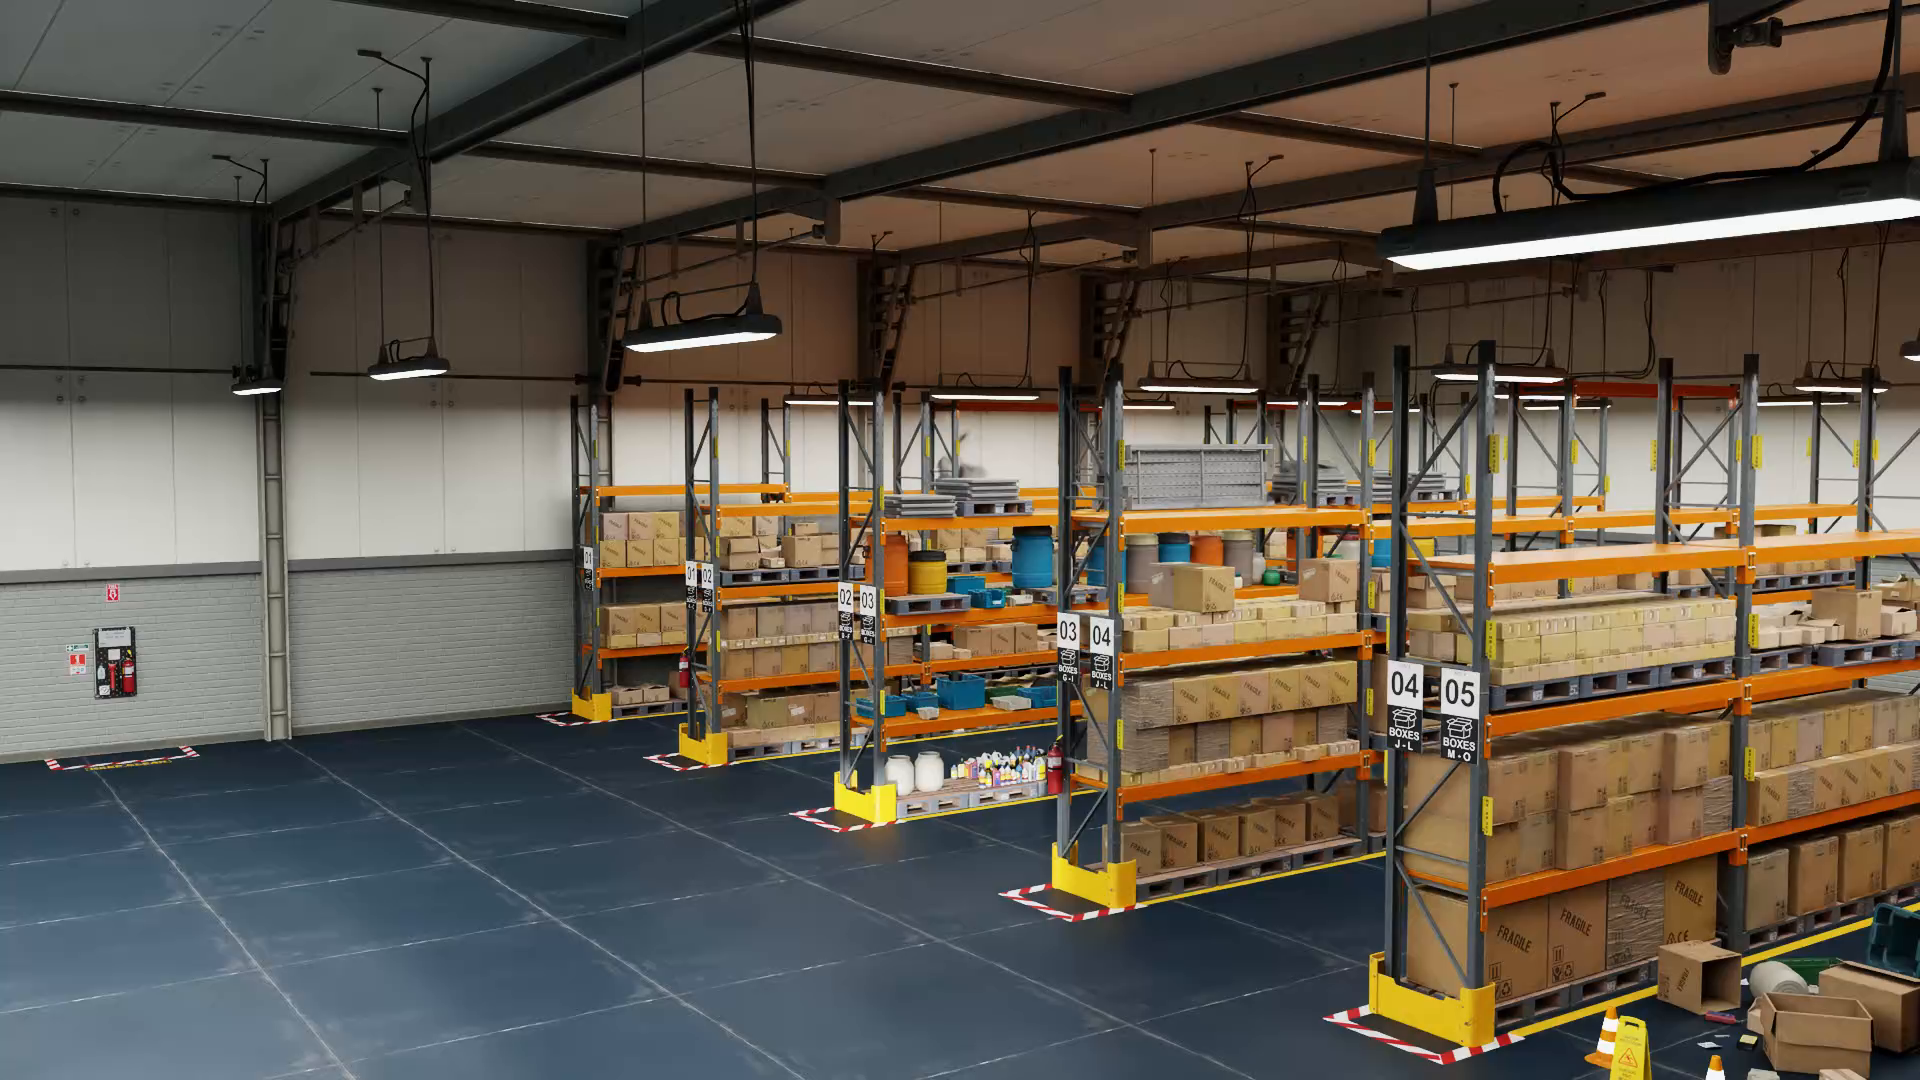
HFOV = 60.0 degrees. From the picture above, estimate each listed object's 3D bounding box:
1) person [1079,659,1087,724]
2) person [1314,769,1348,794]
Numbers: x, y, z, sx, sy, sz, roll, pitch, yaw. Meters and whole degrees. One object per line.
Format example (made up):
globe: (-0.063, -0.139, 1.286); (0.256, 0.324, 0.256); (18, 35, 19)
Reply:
person: (2.008, 2.636, 27.880); (0.590, 1.764, 0.896); (3, 5, 44)
person: (5.205, 2.884, 23.425); (0.836, 1.839, 0.688); (-2, 4, -35)
